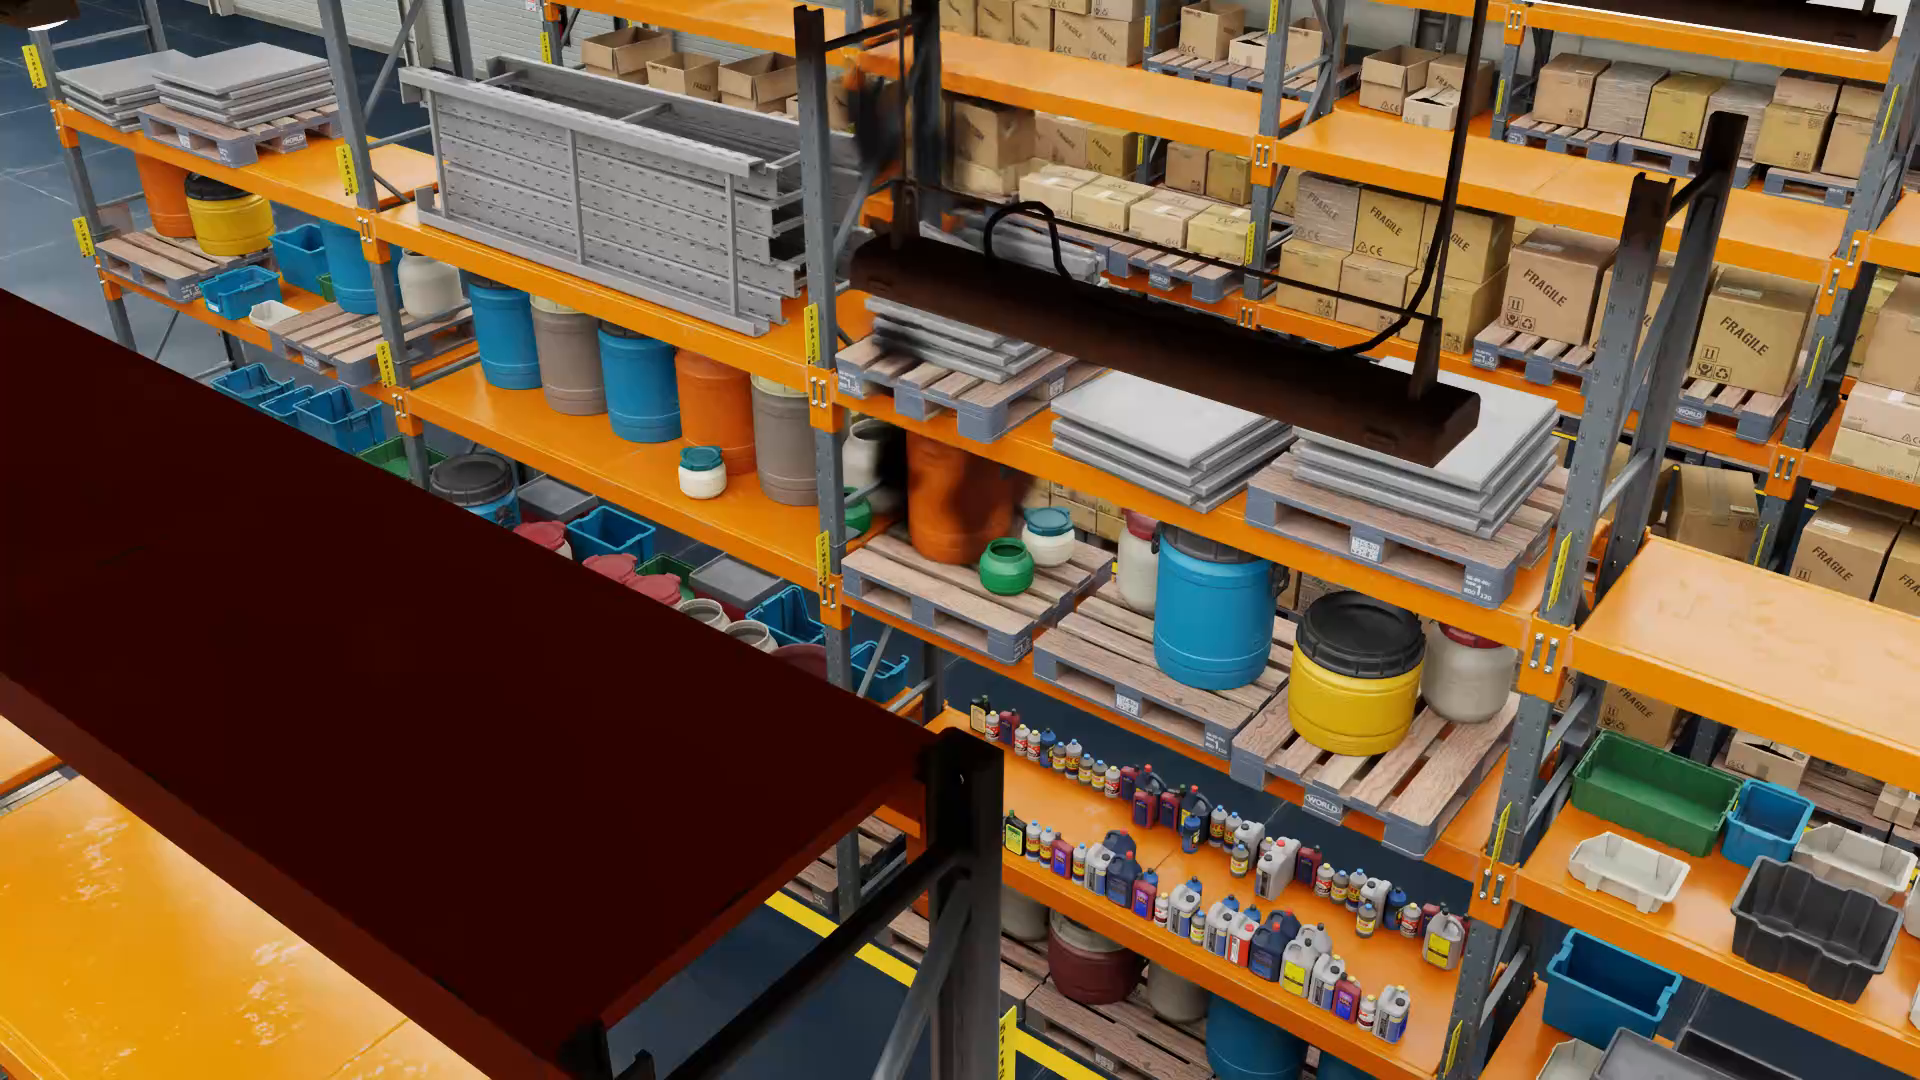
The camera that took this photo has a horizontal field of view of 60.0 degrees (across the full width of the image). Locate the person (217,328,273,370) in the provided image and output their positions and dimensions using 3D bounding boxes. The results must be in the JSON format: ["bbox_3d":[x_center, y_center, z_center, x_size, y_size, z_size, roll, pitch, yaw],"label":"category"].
[{"bbox_3d":[-7.827,-2.692,17.997,0.773,1.780,0.657,-9,33,-15],"label":"person"}]
